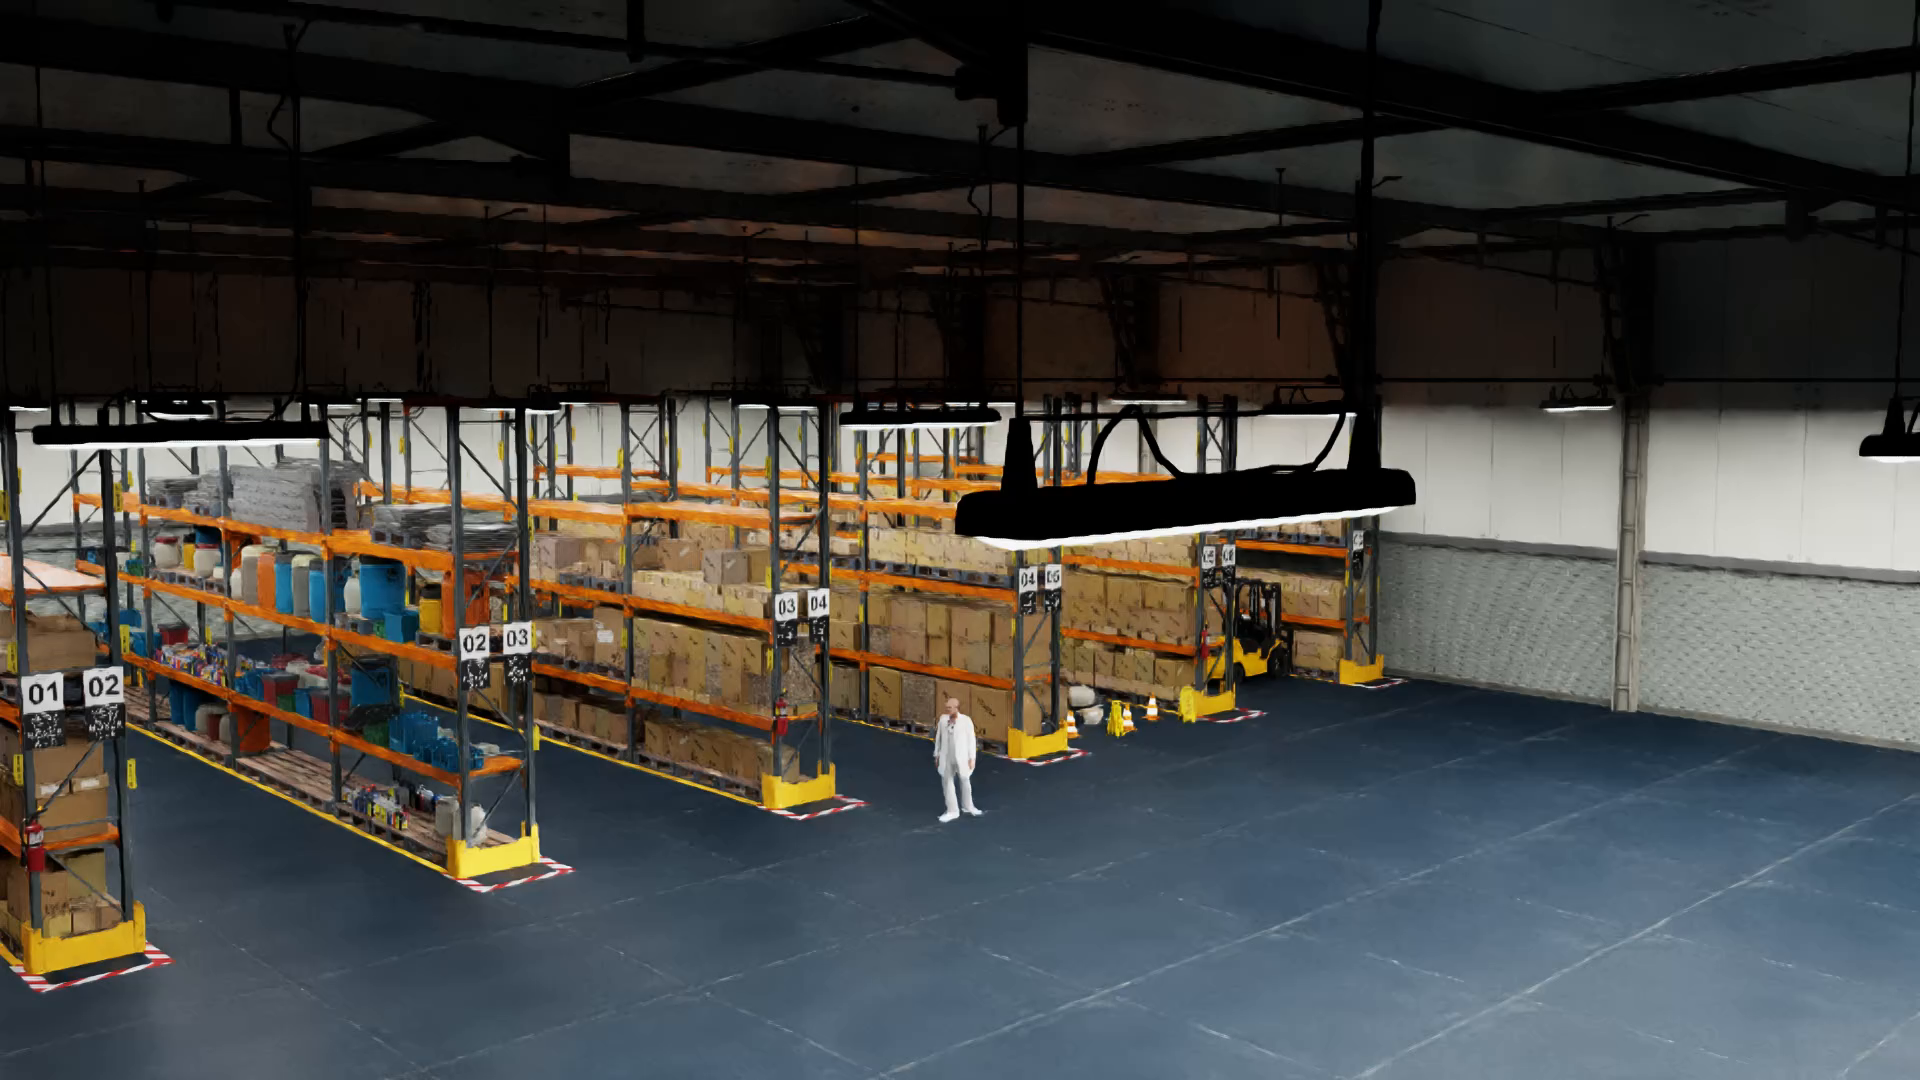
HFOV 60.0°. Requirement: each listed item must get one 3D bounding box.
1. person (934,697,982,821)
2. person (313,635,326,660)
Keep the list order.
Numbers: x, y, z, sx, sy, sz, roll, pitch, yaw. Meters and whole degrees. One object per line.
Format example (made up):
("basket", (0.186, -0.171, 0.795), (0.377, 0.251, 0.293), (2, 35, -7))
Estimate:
("person", (-0.044, 3.137, 24.011), (0.691, 1.773, 0.587), (2, 6, 19))
("person", (-14.281, 1.827, 37.352), (0.467, 1.774, 0.715), (-1, 6, -8))
